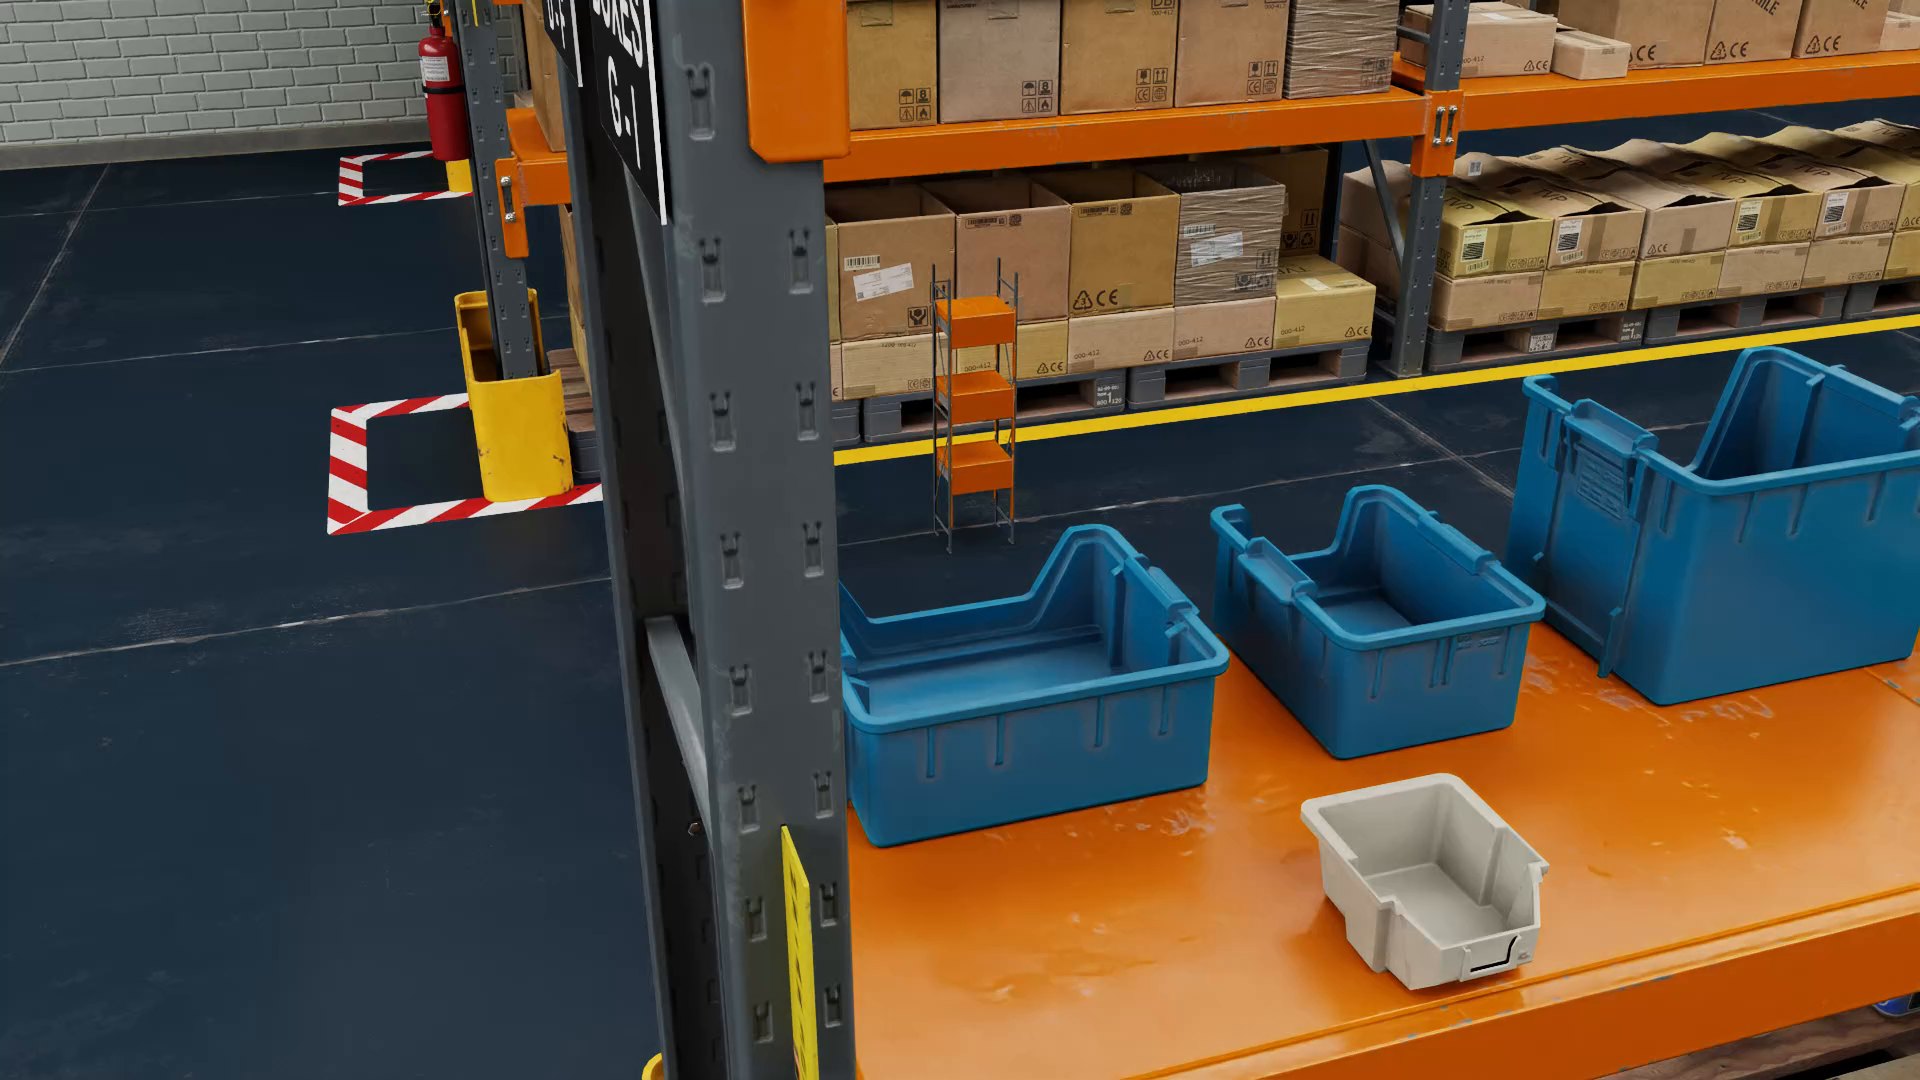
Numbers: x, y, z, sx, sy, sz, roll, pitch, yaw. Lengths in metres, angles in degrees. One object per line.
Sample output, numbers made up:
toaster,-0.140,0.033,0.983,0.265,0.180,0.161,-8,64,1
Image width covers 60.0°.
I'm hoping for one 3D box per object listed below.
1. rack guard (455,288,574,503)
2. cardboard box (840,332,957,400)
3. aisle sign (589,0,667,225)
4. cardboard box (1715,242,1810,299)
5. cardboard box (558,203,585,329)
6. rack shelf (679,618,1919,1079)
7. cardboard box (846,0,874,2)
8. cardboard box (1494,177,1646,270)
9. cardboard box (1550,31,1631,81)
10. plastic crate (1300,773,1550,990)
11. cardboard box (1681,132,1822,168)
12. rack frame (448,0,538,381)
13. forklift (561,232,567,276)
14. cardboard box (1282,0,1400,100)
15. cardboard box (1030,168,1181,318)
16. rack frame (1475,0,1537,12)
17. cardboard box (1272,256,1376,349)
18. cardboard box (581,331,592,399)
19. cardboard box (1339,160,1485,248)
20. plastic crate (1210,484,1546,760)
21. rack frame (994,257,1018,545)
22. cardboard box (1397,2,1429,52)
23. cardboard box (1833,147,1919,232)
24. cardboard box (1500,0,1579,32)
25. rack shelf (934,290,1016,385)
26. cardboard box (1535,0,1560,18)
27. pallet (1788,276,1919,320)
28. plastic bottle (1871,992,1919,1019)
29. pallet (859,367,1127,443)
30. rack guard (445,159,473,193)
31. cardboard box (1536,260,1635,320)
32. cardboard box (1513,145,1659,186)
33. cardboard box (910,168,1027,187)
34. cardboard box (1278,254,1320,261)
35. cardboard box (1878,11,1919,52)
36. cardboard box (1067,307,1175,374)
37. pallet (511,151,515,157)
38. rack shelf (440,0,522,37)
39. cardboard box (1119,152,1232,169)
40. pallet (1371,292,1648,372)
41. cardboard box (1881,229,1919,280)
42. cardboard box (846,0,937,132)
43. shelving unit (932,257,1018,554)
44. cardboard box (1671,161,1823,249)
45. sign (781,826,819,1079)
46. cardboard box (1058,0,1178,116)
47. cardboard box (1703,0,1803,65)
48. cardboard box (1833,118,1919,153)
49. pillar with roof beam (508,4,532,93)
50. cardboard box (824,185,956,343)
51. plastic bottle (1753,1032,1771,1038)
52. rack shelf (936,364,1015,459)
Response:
rack guard,-1.878,-0.635,6.966,0.348,0.500,1.175,-8,28,-16
cardboard box,-0.326,-0.833,7.174,0.500,0.250,0.500,-8,28,-16
aisle sign,-0.302,-0.693,1.350,0.004,0.787,0.394,-8,28,-16
cardboard box,3.871,-1.428,8.372,0.500,0.250,0.500,-8,27,-15
cardboard box,-1.437,-1.250,7.170,0.500,0.500,0.500,-8,28,-16
rack shelf,1.577,0.384,2.912,4.000,0.370,1.077,-8,28,-16
cardboard box,-0.434,-2.199,6.463,0.250,0.149,0.380,-9,28,-18
cardboard box,2.896,-1.534,7.956,0.500,0.311,0.500,-9,28,-17
cardboard box,2.854,-2.231,7.654,0.250,0.149,0.380,-8,28,-16
plastic crate,0.626,0.468,2.230,0.250,0.136,0.298,-8,28,-16
cardboard box,4.180,-1.974,8.842,0.500,0.311,0.500,-9,28,-17
rack frame,-1.855,-1.757,6.417,0.127,3.000,1.000,-8,28,-16
forklift,-0.609,-2.864,8.722,3.031,2.935,1.130,-15,30,-28
cardboard box,1.528,-2.289,7.376,0.500,0.500,0.700,-9,28,-17
cardboard box,0.622,-1.310,7.292,0.500,0.500,0.500,-8,28,-16
rack frame,4.214,-4.953,12.854,0.127,3.000,1.000,-8,28,-16
cardboard box,1.575,-1.109,7.730,0.500,0.250,0.500,-8,28,-16
cardboard box,-1.276,-0.694,6.894,0.500,0.250,0.500,-8,28,-16
cardboard box,2.245,-1.693,8.276,0.500,0.311,0.500,-8,28,-16
plastic crate,0.678,0.122,2.799,0.408,0.251,0.499,-8,28,-16
rack frame,0.167,-0.494,6.065,0.008,1.050,0.200,-8,28,-16
cardboard box,3.546,-3.909,13.067,0.500,0.500,0.700,-8,27,-15
cardboard box,4.838,-1.816,8.524,0.500,0.311,0.500,-9,28,-17
cardboard box,2.727,-2.447,7.956,0.258,0.266,0.396,-9,28,-17
rack shelf,0.051,-0.722,5.910,0.240,0.259,0.215,-8,28,-16
cardboard box,4.954,-4.224,13.330,0.750,0.750,0.750,-9,28,-17
pallet,4.957,-1.513,9.061,1.213,0.211,1.003,-8,28,-16
plastic bottle,2.069,0.889,3.655,0.135,0.276,0.152,-8,28,-16
pallet,0.017,-0.798,7.620,1.213,0.211,1.003,-8,28,-16
rack guard,-3.320,-2.742,11.212,0.348,0.500,1.175,-8,28,-16
cardboard box,2.895,-1.285,8.086,0.500,0.250,0.500,-8,27,-15
cardboard box,3.213,-1.835,8.562,0.500,0.311,0.500,-8,28,-16
cardboard box,-0.015,-1.462,7.598,0.500,0.500,0.500,-8,28,-16
cardboard box,1.413,-1.329,8.174,0.500,0.250,0.500,-8,28,-16
cardboard box,4.557,-2.547,8.290,0.250,0.149,0.380,-6,27,-12
cardboard box,0.626,-0.969,7.448,0.500,0.250,0.500,-8,28,-16
pallet,-2.537,-2.710,11.471,1.213,0.211,1.003,-8,28,-16
rack shelf,-1.491,-3.805,11.349,4.000,0.370,1.077,-8,28,-16
cardboard box,0.937,-1.597,7.870,0.500,0.500,0.500,-8,28,-16
pallet,2.637,-1.177,8.384,1.213,0.211,1.003,-8,28,-16
cardboard box,4.838,-1.568,8.654,0.500,0.250,0.500,-9,28,-17
cardboard box,-0.435,-2.001,6.796,0.500,0.500,0.700,-8,28,-16
shelving unit,0.051,-0.478,6.031,0.252,1.050,0.215,-8,28,-16
cardboard box,3.880,-1.680,8.250,0.500,0.311,0.500,-7,27,-15
sign,-0.158,0.447,1.666,0.005,0.325,0.100,-8,28,-16
cardboard box,0.551,-2.146,7.088,0.500,0.500,0.700,-8,27,-15
cardboard box,3.661,-2.593,7.988,0.500,0.500,0.500,-8,28,-16
cardboard box,5.163,-2.119,9.134,0.500,0.311,0.500,-7,27,-14
pillar with roof beam,-1.662,-5.180,6.565,0.400,9.000,9.100,-8,28,-16
cardboard box,-0.330,-1.174,7.017,0.500,0.500,0.500,-8,28,-16
plastic bottle,1.722,0.963,3.588,0.097,0.201,0.097,0,26,0
rack shelf,0.051,-0.468,6.036,0.240,0.259,0.215,-8,28,-16
